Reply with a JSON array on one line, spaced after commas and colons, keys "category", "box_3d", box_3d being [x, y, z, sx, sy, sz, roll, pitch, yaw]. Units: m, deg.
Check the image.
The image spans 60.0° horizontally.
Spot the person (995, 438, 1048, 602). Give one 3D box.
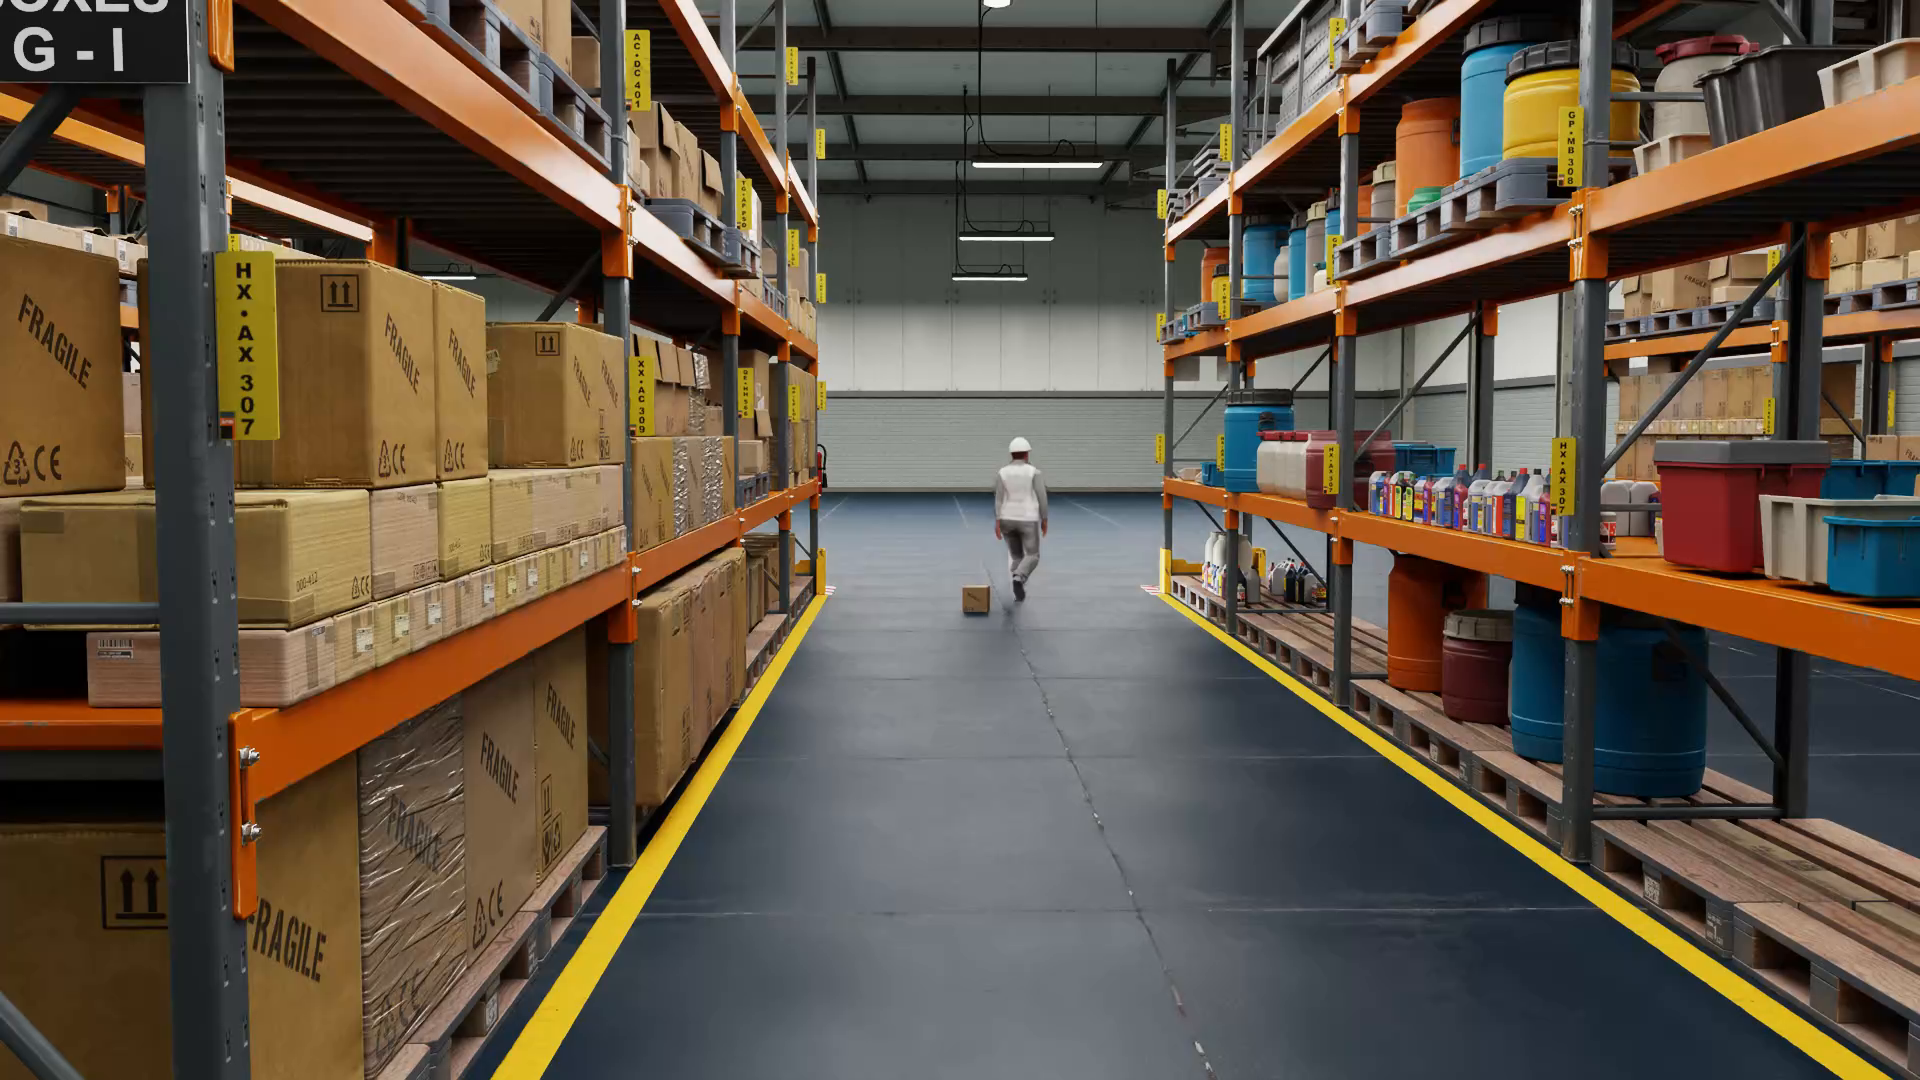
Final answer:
[{"category": "person", "box_3d": [0.642, -0.206, 17.550, 0.567, 1.746, 0.786, 1, 4, 18]}]
